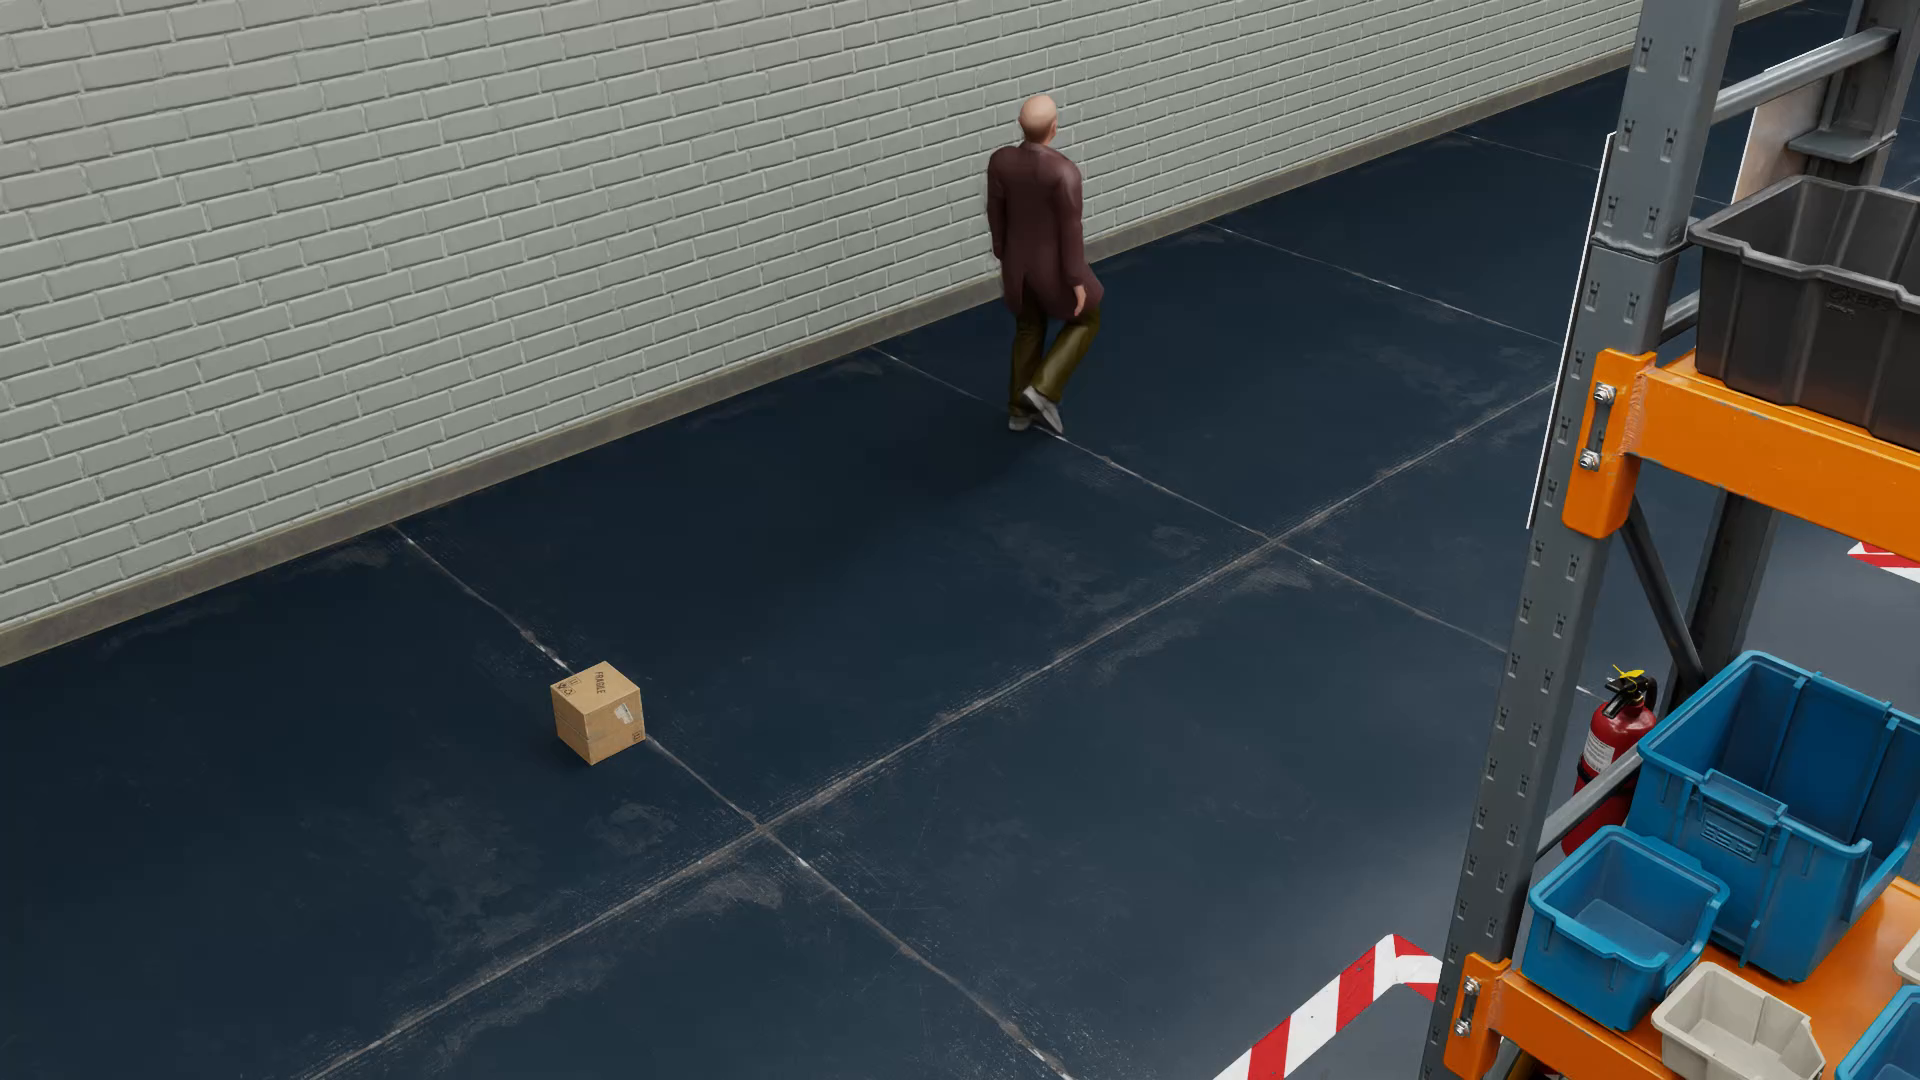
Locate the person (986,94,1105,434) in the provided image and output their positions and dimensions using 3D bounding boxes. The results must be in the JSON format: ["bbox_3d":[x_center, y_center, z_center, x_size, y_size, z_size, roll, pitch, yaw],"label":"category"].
[{"bbox_3d":[0.431,-1.379,8.372,0.606,1.778,0.509,22,37,31],"label":"person"}]
